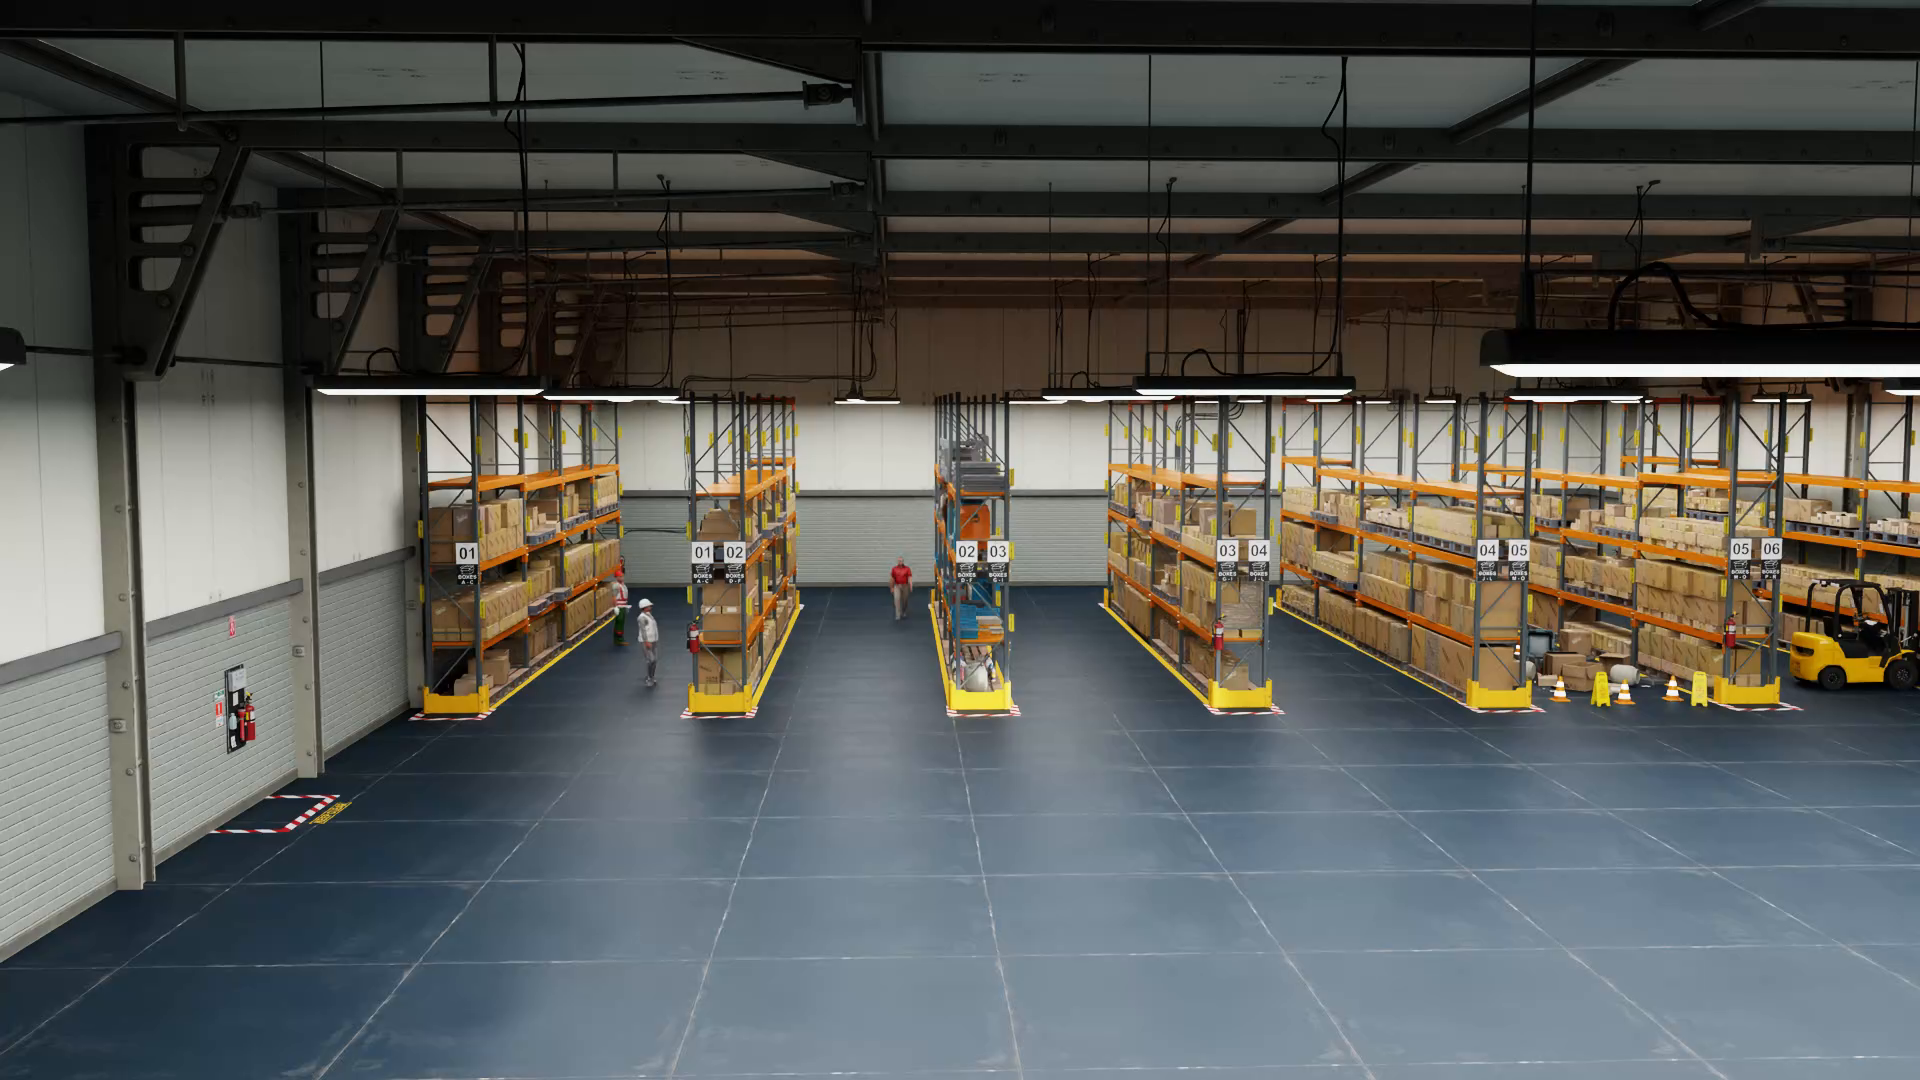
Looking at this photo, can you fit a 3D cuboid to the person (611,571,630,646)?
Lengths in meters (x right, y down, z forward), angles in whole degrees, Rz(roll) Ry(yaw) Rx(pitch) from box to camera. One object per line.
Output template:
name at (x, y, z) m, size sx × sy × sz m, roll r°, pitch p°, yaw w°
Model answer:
person at (-8.134, 1.627, 39.982) m, size 0.449 × 1.796 × 0.574 m, roll 0°, pitch 5°, yaw -1°

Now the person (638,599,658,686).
person at (-6.420, 2.130, 34.392) m, size 0.485 × 1.830 × 0.548 m, roll 2°, pitch 5°, yaw 25°

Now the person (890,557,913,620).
person at (-1.572, 1.293, 44.715) m, size 0.607 × 1.667 × 1.048 m, roll 0°, pitch 5°, yaw -3°
